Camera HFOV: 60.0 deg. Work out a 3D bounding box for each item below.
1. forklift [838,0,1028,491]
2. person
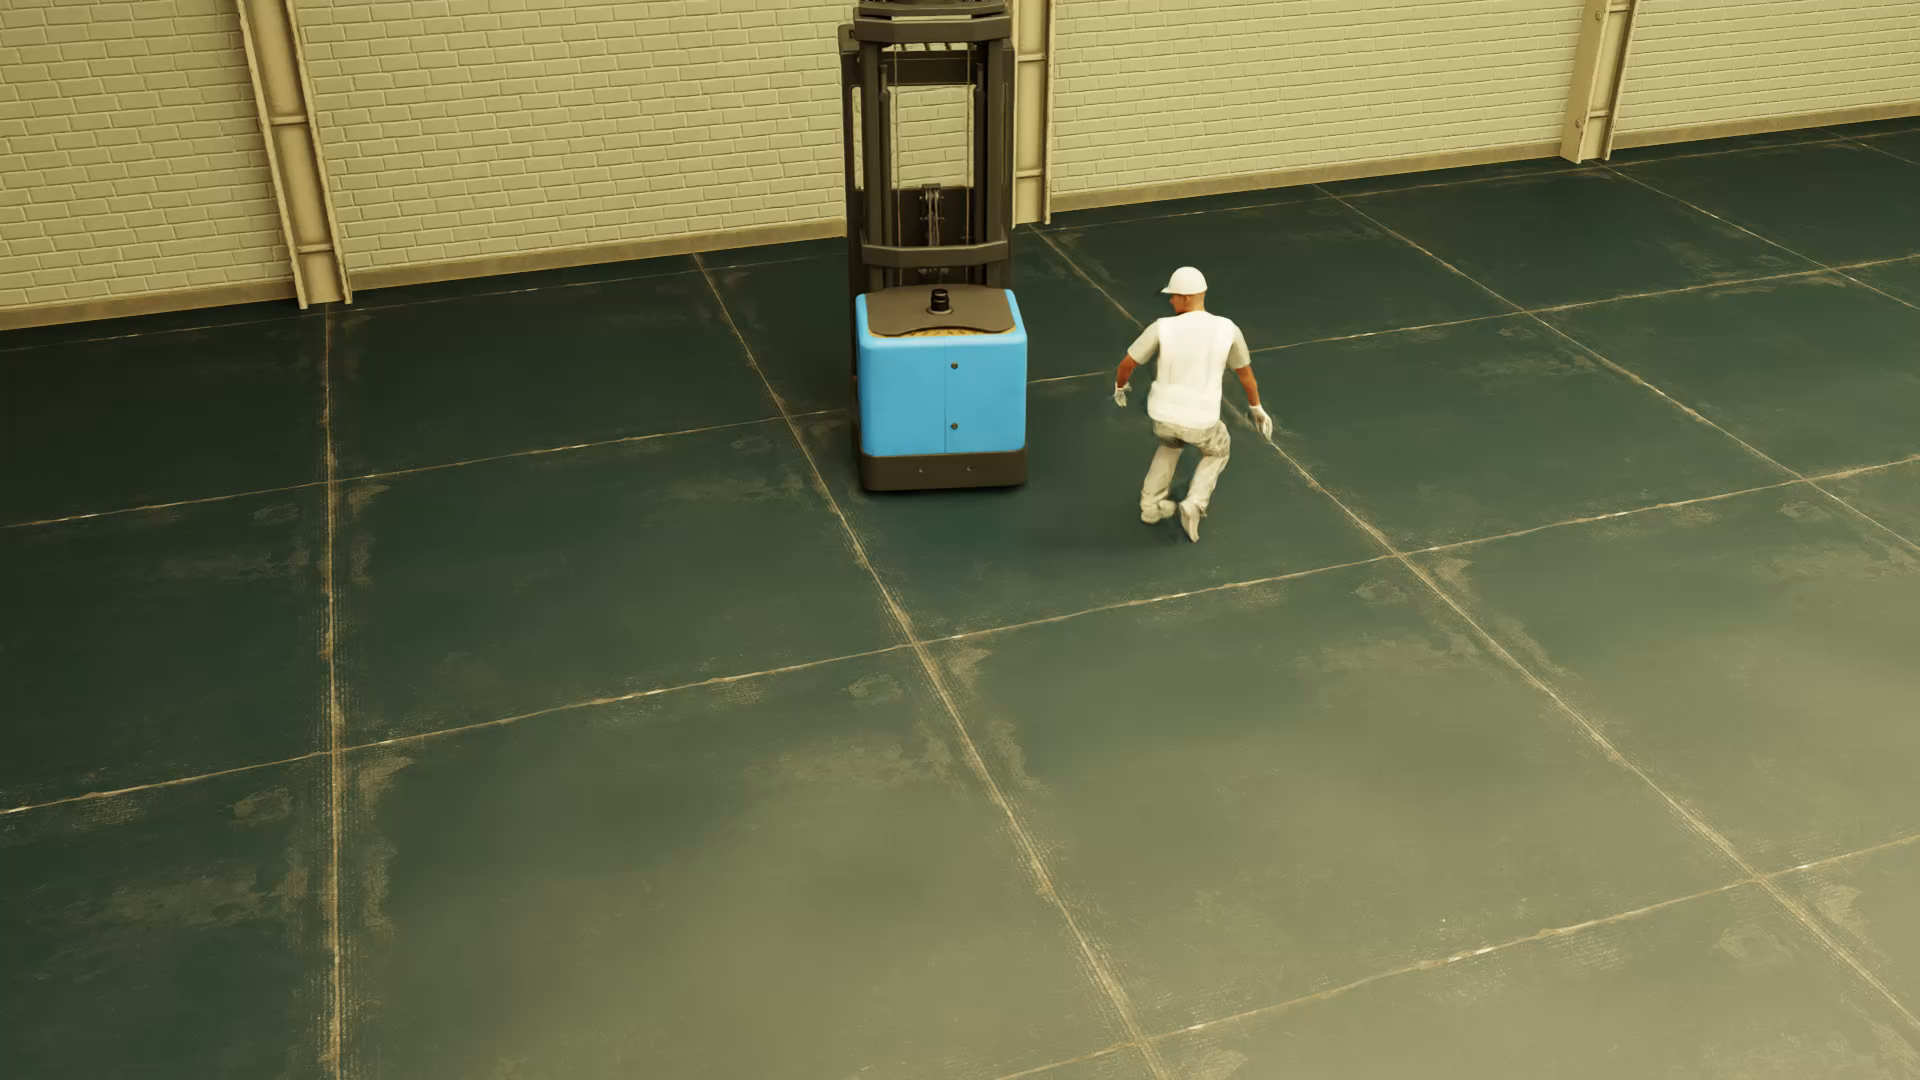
[{"bbox_3d":[-0.222,-2.286,11.060,1.130,2.935,3.031,-3,30,-4],"label":"forklift"},{"bbox_3d":[1.367,-0.779,9.834,0.959,1.593,0.586,8,31,14],"label":"person"}]
